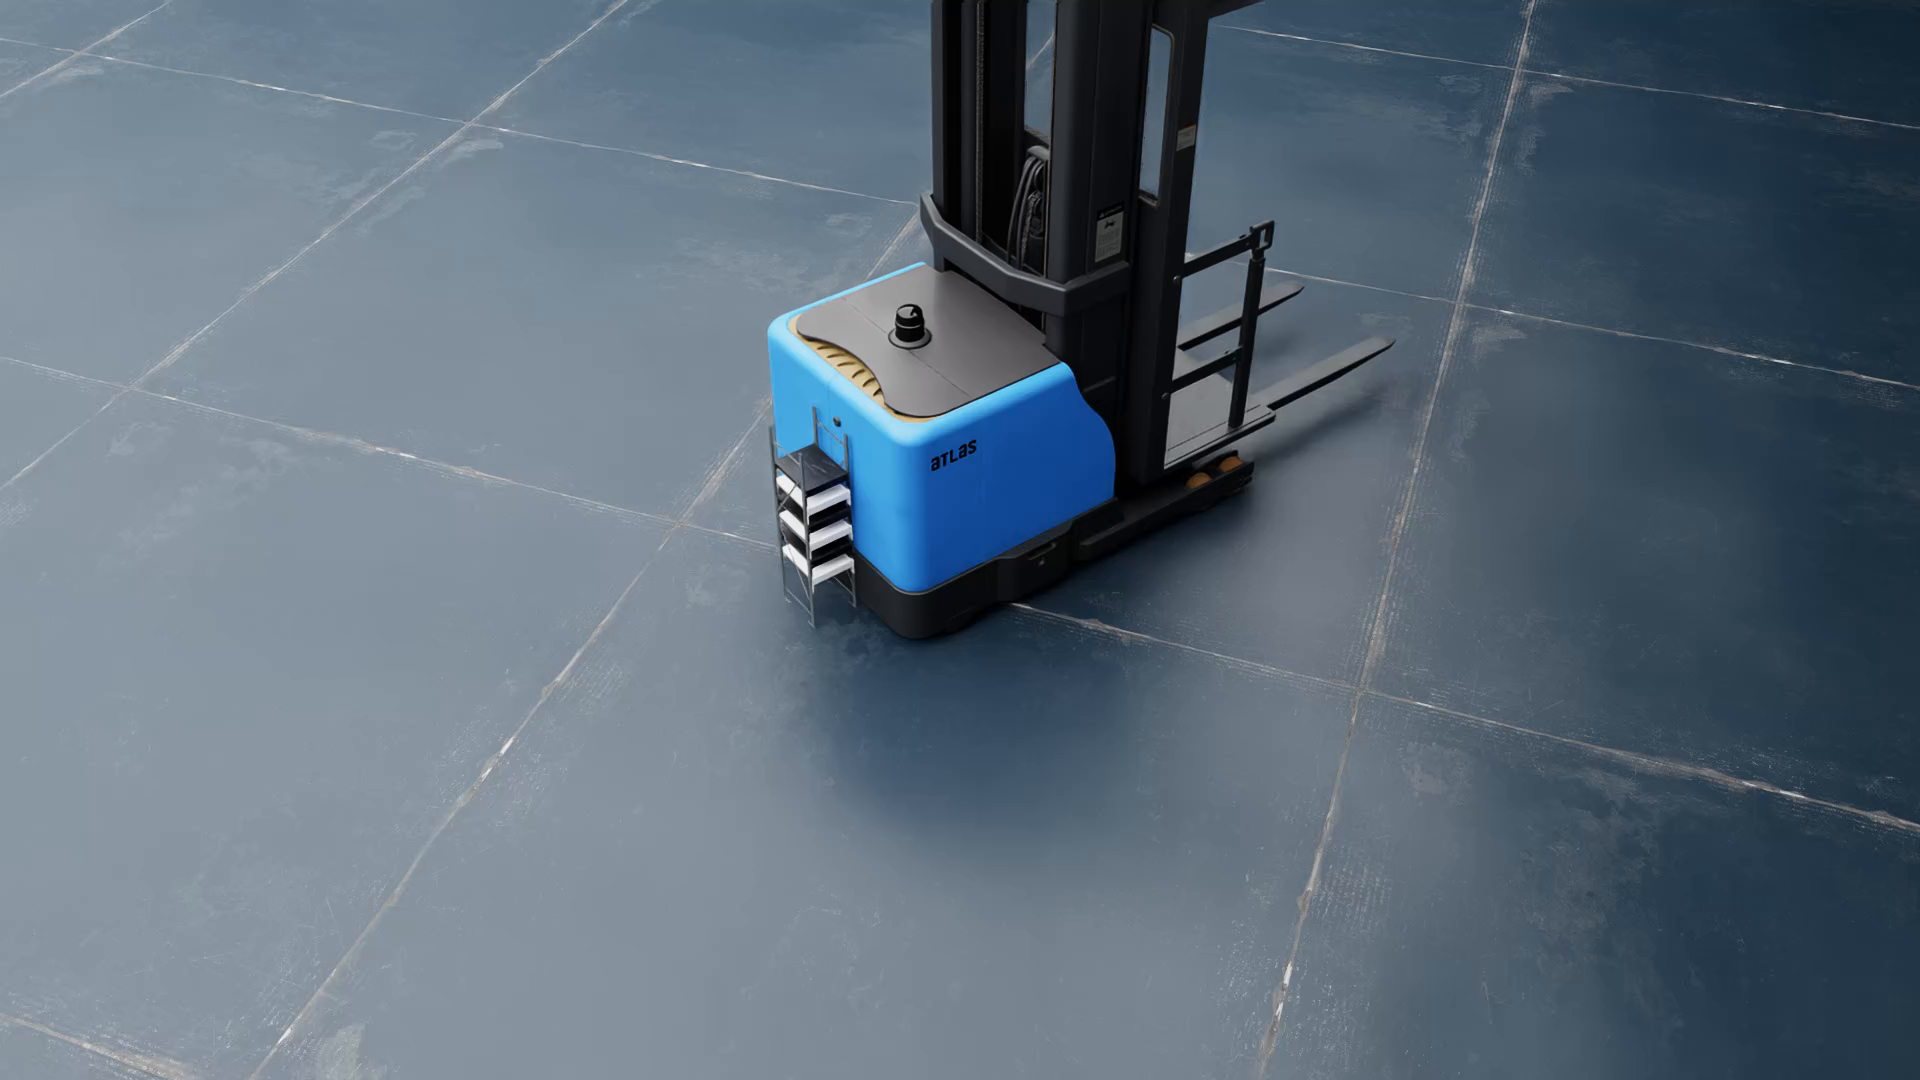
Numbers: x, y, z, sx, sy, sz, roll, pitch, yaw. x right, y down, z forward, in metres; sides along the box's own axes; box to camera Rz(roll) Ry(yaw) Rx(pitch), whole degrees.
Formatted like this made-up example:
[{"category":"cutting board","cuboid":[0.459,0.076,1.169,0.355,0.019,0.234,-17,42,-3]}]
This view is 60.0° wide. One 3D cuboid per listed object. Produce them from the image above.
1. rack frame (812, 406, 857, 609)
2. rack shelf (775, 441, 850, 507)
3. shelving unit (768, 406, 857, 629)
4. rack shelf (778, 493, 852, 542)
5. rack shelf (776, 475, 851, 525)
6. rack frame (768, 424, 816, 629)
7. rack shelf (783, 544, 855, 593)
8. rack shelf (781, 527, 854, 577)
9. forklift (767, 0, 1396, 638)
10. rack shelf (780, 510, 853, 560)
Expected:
[{"category":"rack frame","cuboid":[-0.502,-0.119,6.696,0.006,0.900,0.240,-26,47,-27]},{"category":"rack shelf","cuboid":[-0.583,-0.259,6.496,0.200,0.077,0.258,-26,47,-27]},{"category":"shelving unit","cuboid":[-0.583,-0.079,6.650,0.210,0.900,0.258,-26,47,-27]},{"category":"rack shelf","cuboid":[-0.583,-0.122,6.613,0.200,0.077,0.258,-26,47,-27]},{"category":"rack shelf","cuboid":[-0.583,-0.191,6.554,0.200,0.077,0.258,-26,47,-27]},{"category":"rack frame","cuboid":[-0.665,-0.040,6.603,0.006,0.900,0.240,-26,47,-27]},{"category":"rack shelf","cuboid":[-0.583,0.083,6.788,0.200,0.077,0.258,-26,47,-27]},{"category":"rack shelf","cuboid":[-0.583,0.014,6.730,0.200,0.077,0.258,-26,47,-27]},{"category":"forklift","cuboid":[0.699,-1.498,6.748,3.031,2.935,1.130,-26,47,-27]},{"category":"rack shelf","cuboid":[-0.583,-0.054,6.671,0.200,0.077,0.258,-26,47,-27]}]
